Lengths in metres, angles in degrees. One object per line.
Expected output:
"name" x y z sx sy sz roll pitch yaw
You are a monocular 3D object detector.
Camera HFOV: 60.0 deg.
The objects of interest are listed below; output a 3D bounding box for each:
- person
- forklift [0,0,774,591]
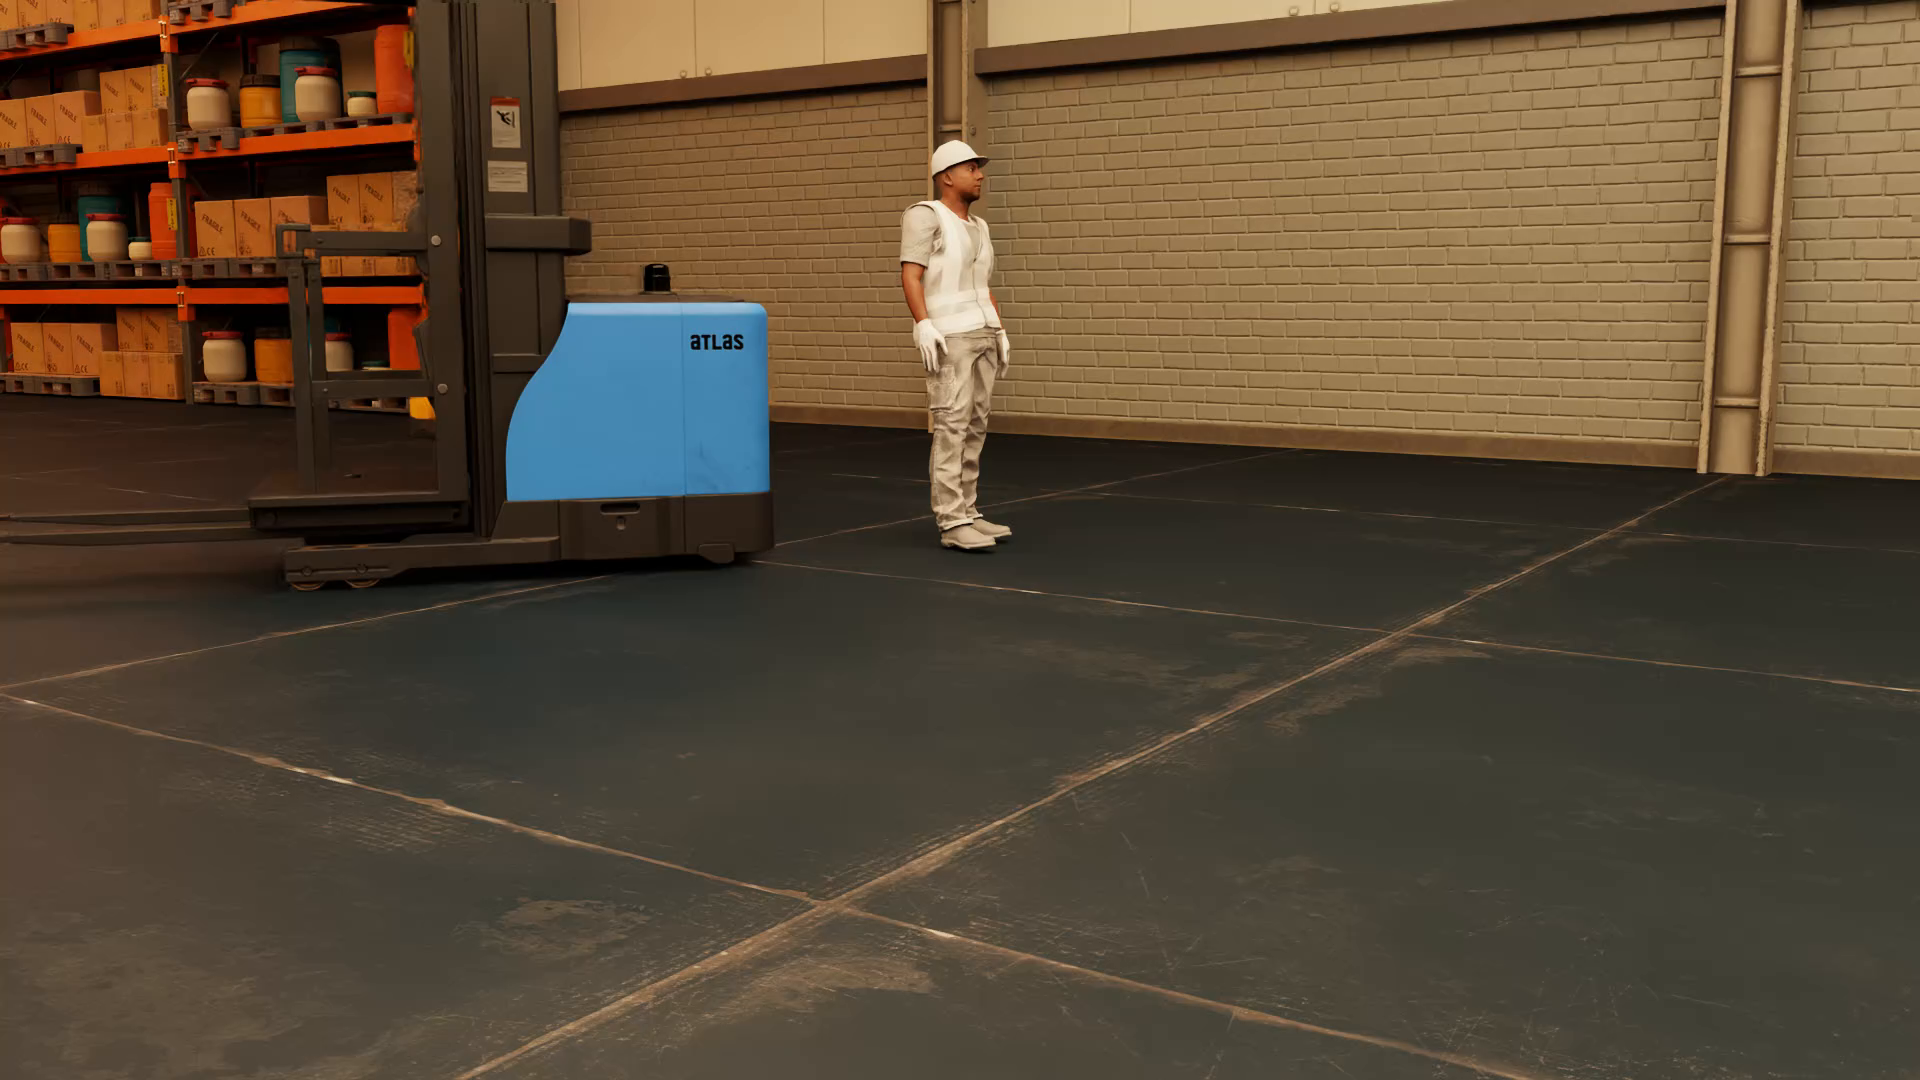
"person" 0.055 -0.883 7.430 0.576 1.783 0.657 5 10 34
"forklift" -2.342 -1.342 6.633 3.031 2.935 1.130 -3 8 -17
